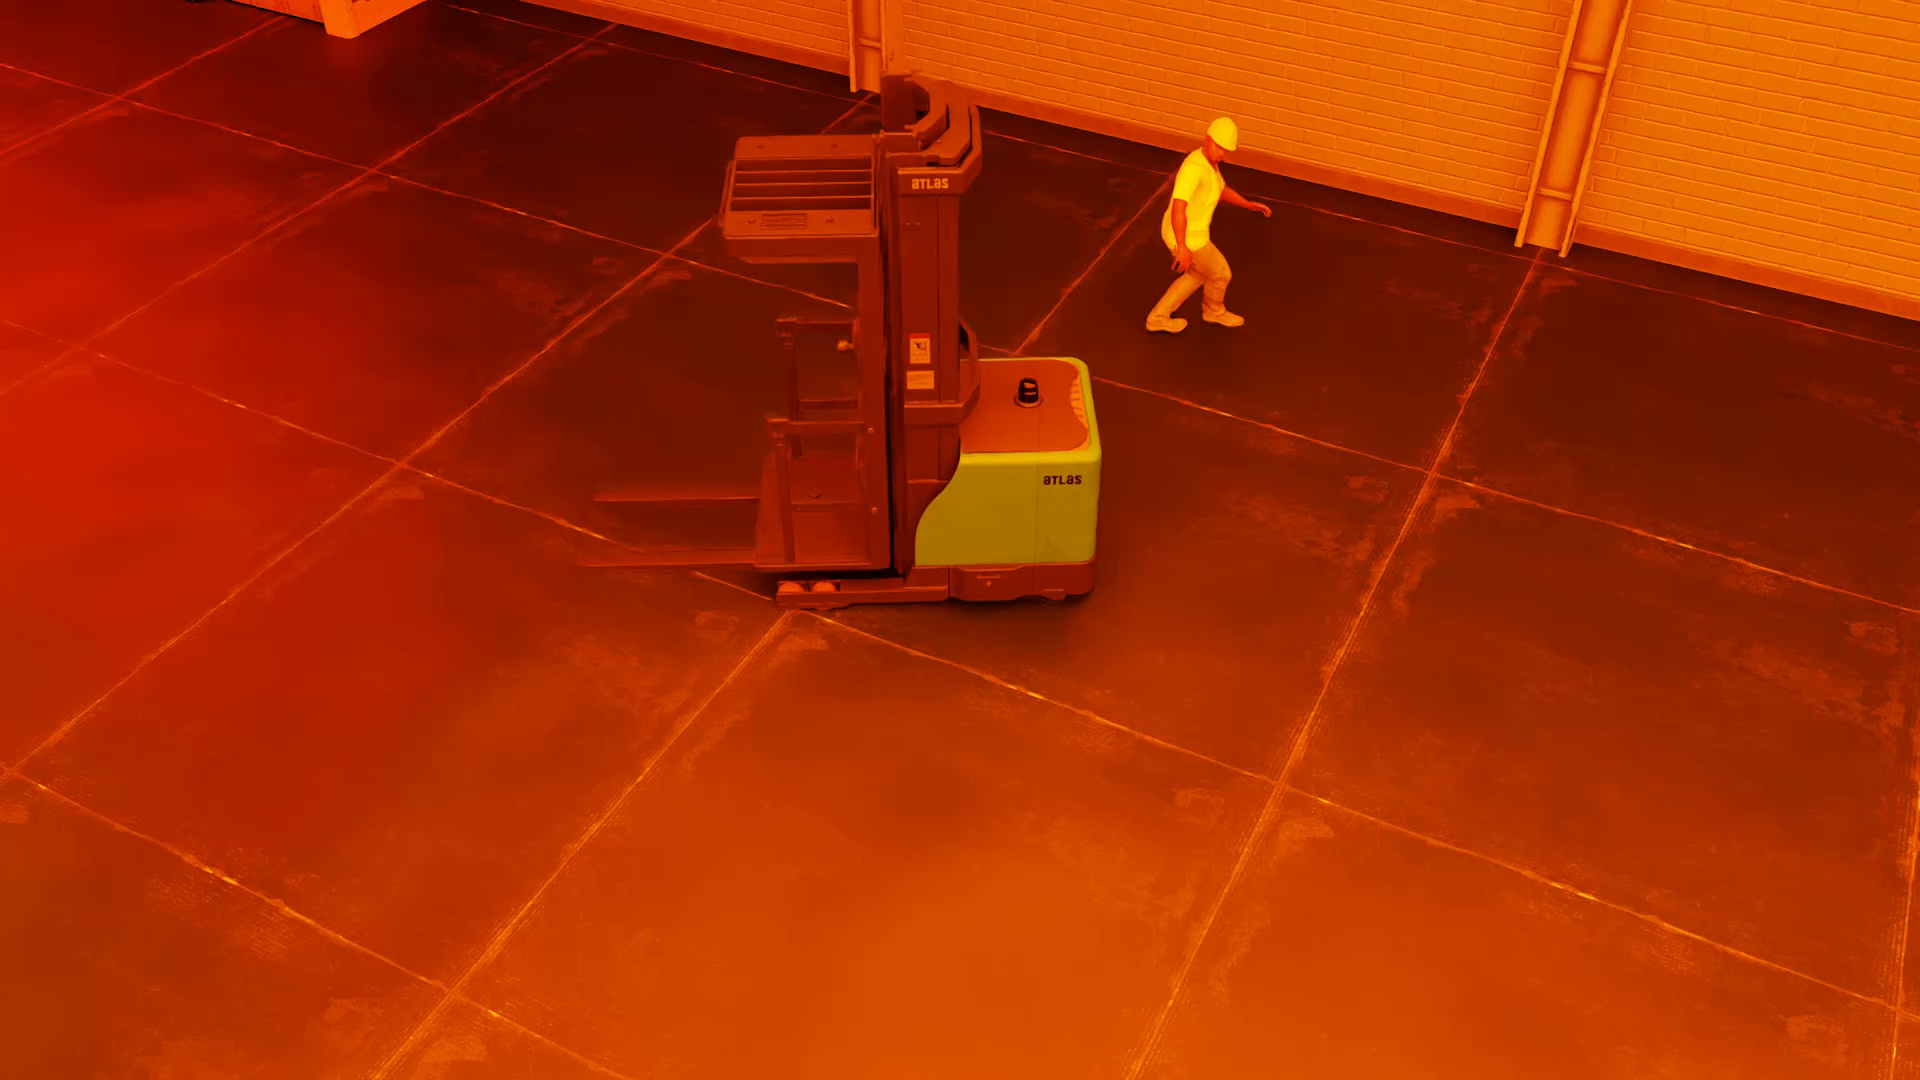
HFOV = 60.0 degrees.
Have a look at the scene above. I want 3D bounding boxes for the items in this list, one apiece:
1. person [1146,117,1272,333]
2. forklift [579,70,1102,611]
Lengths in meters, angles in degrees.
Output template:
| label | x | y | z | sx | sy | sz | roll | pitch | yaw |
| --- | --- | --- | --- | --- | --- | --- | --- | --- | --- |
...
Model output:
| label | x | y | z | sx | sy | sz | roll | pitch | yaw |
| --- | --- | --- | --- | --- | --- | --- | --- | --- | --- |
| person | 1.756 | -2.092 | 11.504 | 0.831 | 1.632 | 0.850 | -2 | 40 | -2 |
| forklift | -0.729 | -1.054 | 9.238 | 3.031 | 2.935 | 1.130 | -1 | 40 | -1 |
